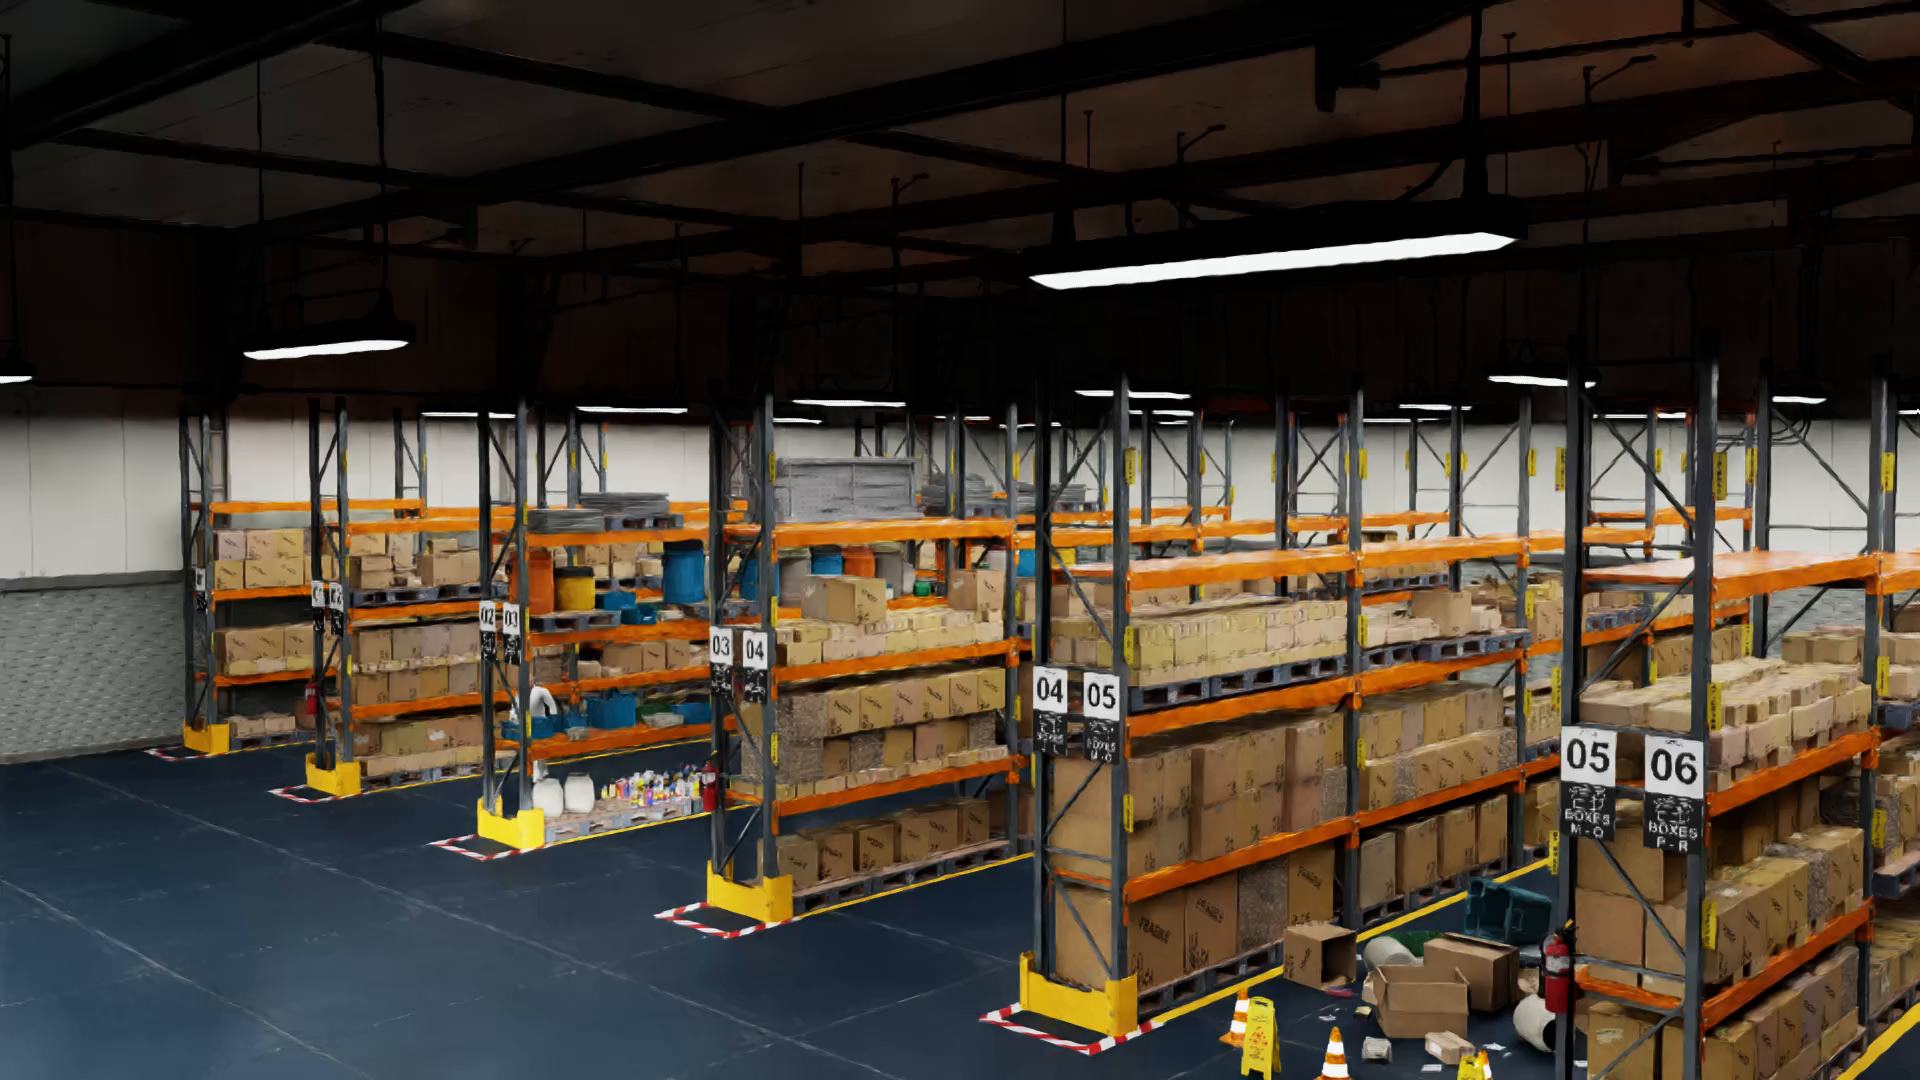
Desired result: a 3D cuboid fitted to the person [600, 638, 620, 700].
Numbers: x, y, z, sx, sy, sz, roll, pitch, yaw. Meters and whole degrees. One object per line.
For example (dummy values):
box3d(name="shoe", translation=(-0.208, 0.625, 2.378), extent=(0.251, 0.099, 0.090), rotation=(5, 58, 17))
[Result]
box3d(name="person", translation=(-6.834, 2.672, 32.518), extent=(0.412, 1.533, 0.955), rotation=(2, 4, 36))

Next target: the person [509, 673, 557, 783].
box3d(name="person", translation=(-6.675, 2.923, 26.110), extent=(0.735, 1.719, 0.868), rotation=(1, 3, 26))
